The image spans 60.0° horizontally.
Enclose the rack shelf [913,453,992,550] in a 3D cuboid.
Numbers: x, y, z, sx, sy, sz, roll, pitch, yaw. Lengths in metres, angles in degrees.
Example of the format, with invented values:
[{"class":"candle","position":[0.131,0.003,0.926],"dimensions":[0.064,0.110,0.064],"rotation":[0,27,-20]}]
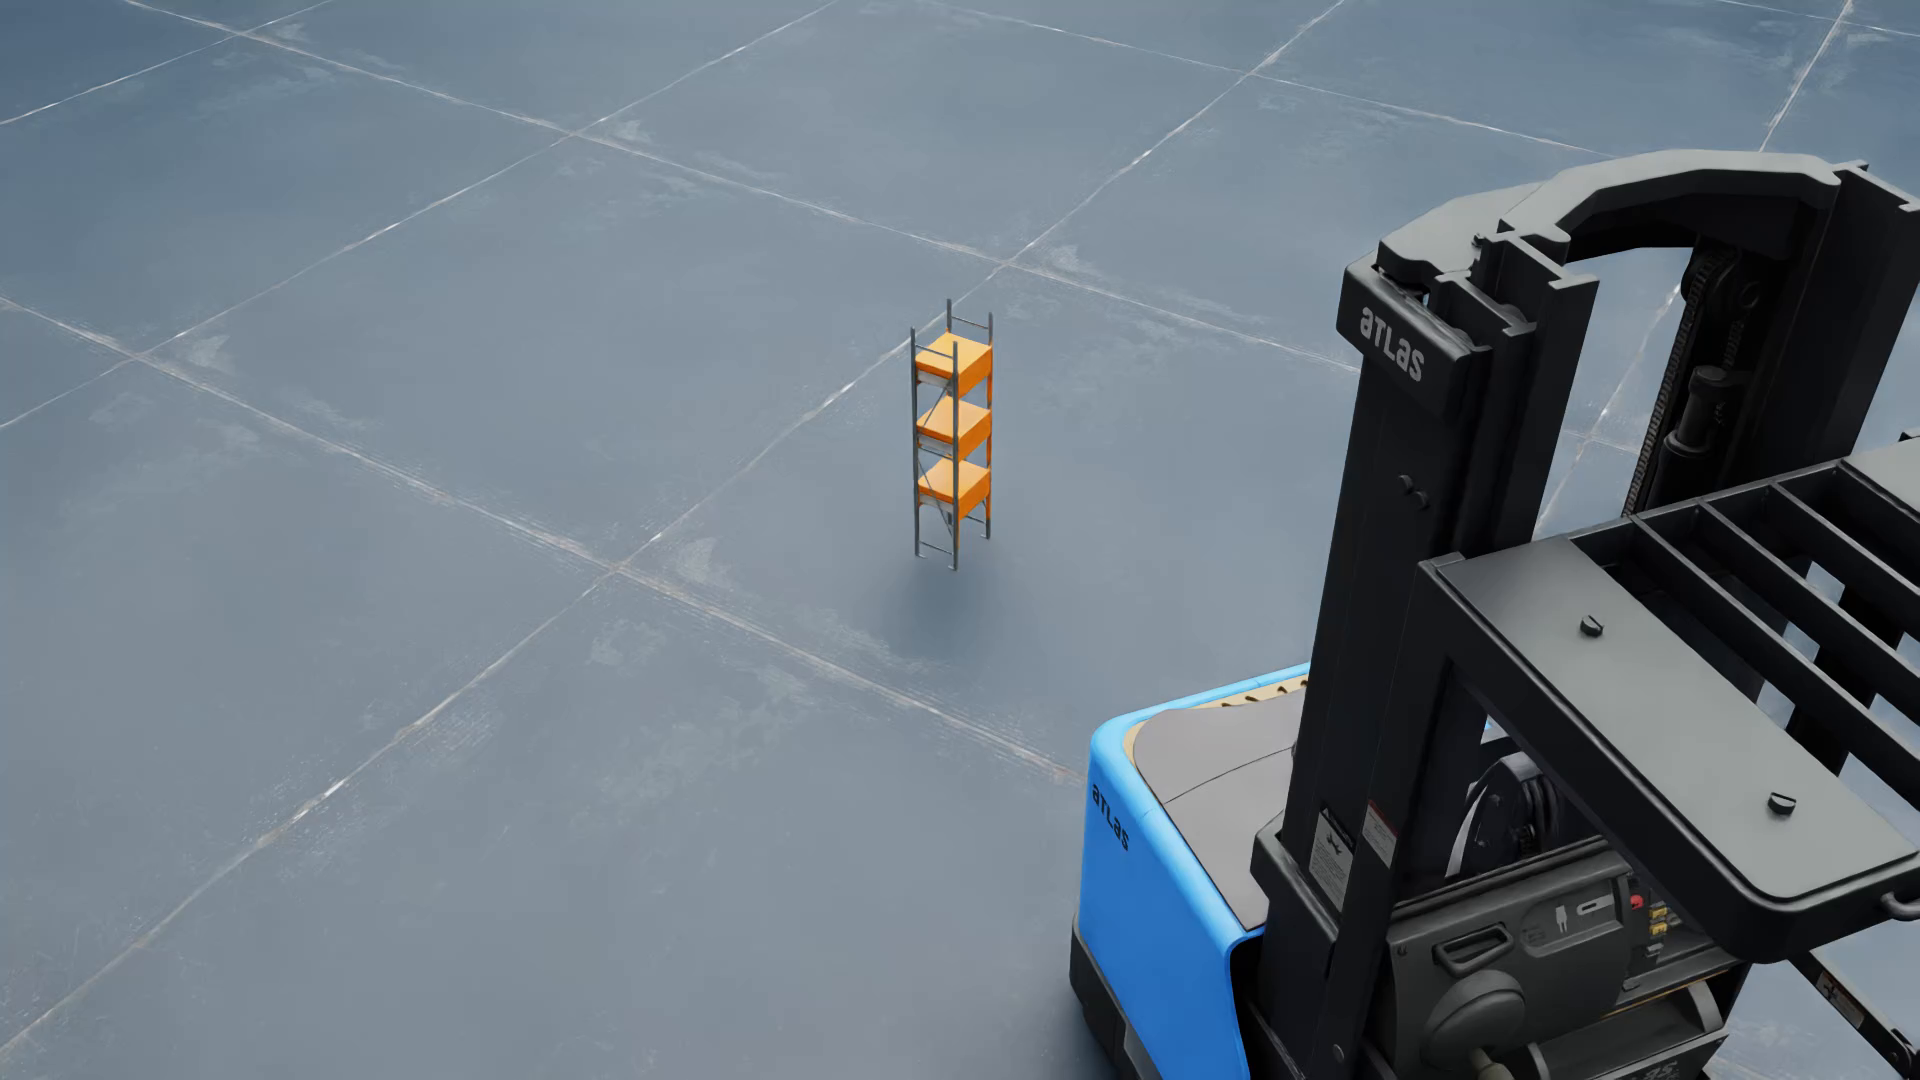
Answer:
[{"class":"rack shelf","position":[-0.029,-0.160,6.570],"dimensions":[0.215,0.259,0.240],"rotation":[21,42,25]}]

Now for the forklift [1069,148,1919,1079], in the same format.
[{"class":"forklift","position":[1.339,0.899,3.183],"dimensions":[1.130,2.935,3.031],"rotation":[-14,40,-17]}]

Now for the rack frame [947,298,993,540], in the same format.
[{"class":"rack frame","position":[0.037,-0.451,6.475],"dimensions":[0.200,1.050,0.008],"rotation":[21,42,25]}]

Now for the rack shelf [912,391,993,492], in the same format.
[{"class":"rack shelf","position":[-0.029,-0.380,6.400],"dimensions":[0.215,0.259,0.240],"rotation":[21,42,25]}]

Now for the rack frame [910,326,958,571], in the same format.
[{"class":"rack frame","position":[-0.094,-0.325,6.312],"dimensions":[0.200,1.050,0.008],"rotation":[21,42,25]}]

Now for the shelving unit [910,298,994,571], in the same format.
[{"class":"shelving unit","position":[-0.029,-0.388,6.394],"dimensions":[0.215,1.050,0.252],"rotation":[21,42,25]}]

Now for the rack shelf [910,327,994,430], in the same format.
[{"class":"rack shelf","position":[-0.029,-0.605,6.227],"dimensions":[0.215,0.259,0.240],"rotation":[21,42,25]}]
